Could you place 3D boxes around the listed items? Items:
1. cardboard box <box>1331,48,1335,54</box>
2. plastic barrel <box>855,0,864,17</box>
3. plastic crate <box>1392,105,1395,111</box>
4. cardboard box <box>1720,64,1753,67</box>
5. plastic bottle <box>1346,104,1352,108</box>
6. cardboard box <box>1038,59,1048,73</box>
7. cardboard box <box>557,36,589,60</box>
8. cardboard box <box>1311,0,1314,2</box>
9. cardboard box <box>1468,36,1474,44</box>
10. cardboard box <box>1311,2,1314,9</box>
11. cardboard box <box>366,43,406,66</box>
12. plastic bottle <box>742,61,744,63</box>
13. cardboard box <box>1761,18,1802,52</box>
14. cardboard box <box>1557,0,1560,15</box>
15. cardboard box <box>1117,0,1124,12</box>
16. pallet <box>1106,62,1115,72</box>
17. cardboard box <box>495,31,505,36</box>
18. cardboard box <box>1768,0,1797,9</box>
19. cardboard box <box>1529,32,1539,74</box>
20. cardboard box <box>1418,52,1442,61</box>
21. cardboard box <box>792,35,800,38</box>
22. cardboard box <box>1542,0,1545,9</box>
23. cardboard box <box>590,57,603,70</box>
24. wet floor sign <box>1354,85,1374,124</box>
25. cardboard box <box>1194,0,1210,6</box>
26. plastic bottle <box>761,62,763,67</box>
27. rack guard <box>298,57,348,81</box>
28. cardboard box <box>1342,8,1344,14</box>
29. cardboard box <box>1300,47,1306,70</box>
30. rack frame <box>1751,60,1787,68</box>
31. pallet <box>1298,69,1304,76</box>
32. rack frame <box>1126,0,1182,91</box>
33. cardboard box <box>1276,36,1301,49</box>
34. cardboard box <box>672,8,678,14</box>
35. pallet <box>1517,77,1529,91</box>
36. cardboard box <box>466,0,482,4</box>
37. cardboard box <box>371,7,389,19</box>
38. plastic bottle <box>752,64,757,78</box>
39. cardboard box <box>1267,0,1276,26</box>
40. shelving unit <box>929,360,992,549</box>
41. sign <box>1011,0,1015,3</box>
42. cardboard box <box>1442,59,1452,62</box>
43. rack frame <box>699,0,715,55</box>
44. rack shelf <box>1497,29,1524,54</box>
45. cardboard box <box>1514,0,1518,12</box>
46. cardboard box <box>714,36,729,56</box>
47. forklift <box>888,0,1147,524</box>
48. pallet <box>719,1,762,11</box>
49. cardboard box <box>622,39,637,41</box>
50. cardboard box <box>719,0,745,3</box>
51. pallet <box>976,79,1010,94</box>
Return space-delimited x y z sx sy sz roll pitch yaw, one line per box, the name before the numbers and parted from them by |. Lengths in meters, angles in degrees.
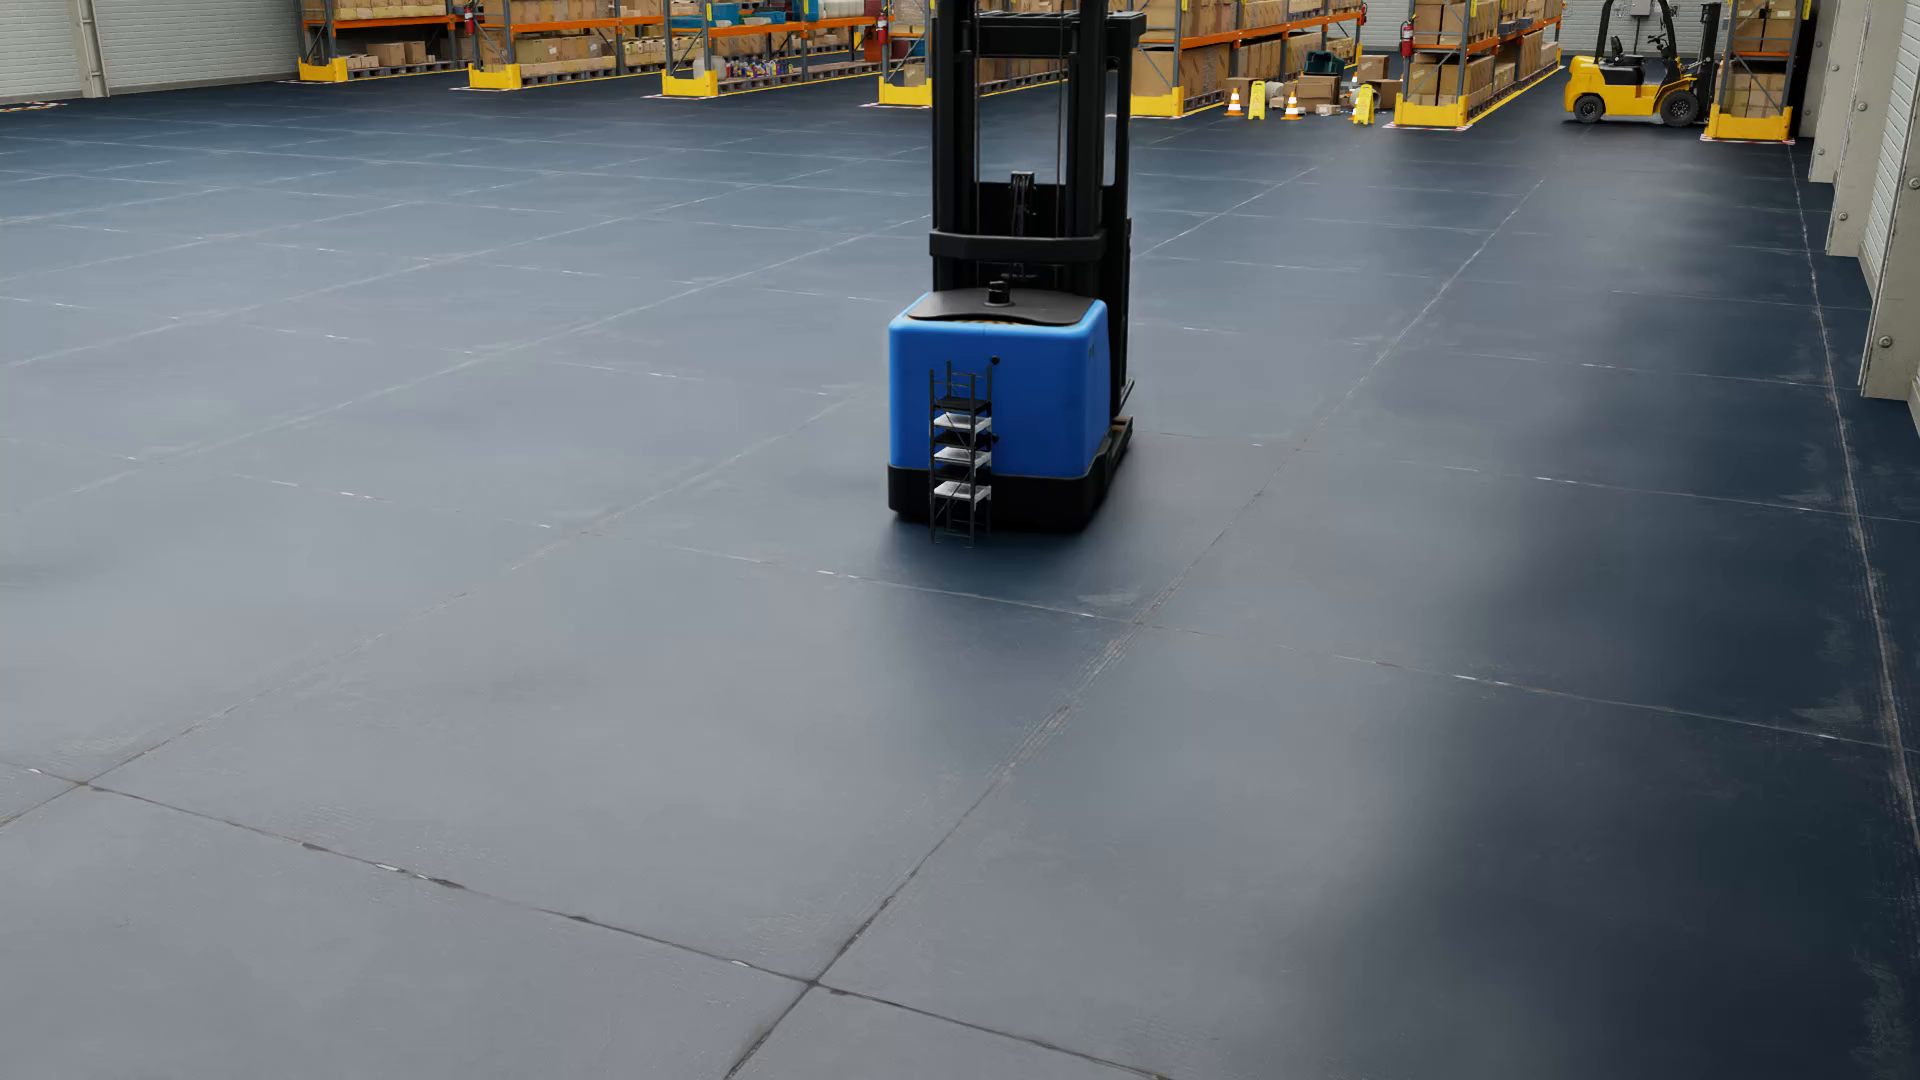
cardboard box | 9.152 -12.223 41.545 0.380 0.149 0.250 10 22 25
plastic barrel | -2.491 -12.706 39.553 0.421 0.512 0.421 0 20 0
plastic crate | 8.266 -7.992 30.822 0.402 0.080 0.583 1 20 4
cardboard box | 13.290 -8.015 28.514 0.500 0.250 0.500 9 22 25
plastic bottle | 7.417 -8.213 31.472 0.133 0.061 0.283 13 23 32
cardboard box | 1.556 -10.794 37.417 0.700 0.500 0.500 11 22 27
cardboard box | -8.828 -11.234 37.940 0.500 0.500 0.500 9 21 23
cardboard box | 8.074 -12.659 38.893 0.380 0.149 0.250 8 21 21
cardboard box | 8.620 -8.618 28.601 0.380 0.149 0.250 8 21 21
cardboard box | 8.081 -12.528 38.967 0.380 0.149 0.250 7 21 20
cardboard box | -13.634 -11.531 39.491 0.700 0.500 0.500 7 21 19
plastic bottle | -4.795 -10.410 36.660 0.061 0.283 0.133 10 22 25
cardboard box | 13.005 -7.993 26.318 0.500 0.500 0.500 9 22 24
cardboard box | 14.395 -13.115 40.722 0.500 0.500 0.500 8 21 22
cardboard box | 3.740 -13.257 41.119 0.500 0.500 0.500 9 22 24
pallet | 3.146 -11.606 40.788 1.003 0.211 1.213 9 21 23
cardboard box | -12.047 -13.189 43.032 0.500 0.250 0.500 8 21 22
cardboard box | 12.881 -8.399 26.047 0.380 0.149 0.250 8 21 22
cardboard box | 12.389 -10.900 37.185 0.875 0.875 0.875 9 22 24
cardboard box | 8.304 -8.552 29.429 0.380 0.149 0.250 9 21 24
cardboard box | -4.863 -14.284 47.512 0.500 0.311 0.500 9 21 23
cardboard box | 12.974 -12.177 37.711 0.500 0.250 0.500 9 21 23
cardboard box | -8.625 -11.034 38.496 0.500 0.250 0.500 9 21 23
wet floor sign | 6.965 -7.492 28.572 0.267 0.644 0.232 18 26 41
cardboard box | 4.143 -10.181 30.786 0.875 0.550 0.550 9 21 23
plastic bottle | -4.282 -10.273 36.277 0.061 0.283 0.133 9 21 23
rack guard | -14.548 -10.756 37.968 1.175 0.500 0.348 9 21 23
cardboard box | 9.436 -13.330 41.849 0.380 0.149 0.250 9 21 24
cardboard box | 7.668 -11.119 38.362 0.500 0.500 0.500 8 21 21
rack frame | 14.187 -9.055 29.454 1.000 3.000 0.127 9 21 23
pallet | 7.560 -10.903 38.810 1.003 0.211 1.213 9 21 23
rack frame | 3.461 -9.161 29.750 1.000 3.000 0.127 9 21 23
cardboard box | 7.448 -11.312 37.785 0.500 0.250 0.500 8 21 22
cardboard box | -7.253 -13.162 41.377 0.380 0.149 0.250 10 22 27
pallet | 11.686 -9.875 35.920 1.003 0.211 1.213 9 21 23
cardboard box | -12.466 -13.709 41.734 0.700 0.500 0.500 11 22 28
cardboard box | -13.676 -12.271 38.690 0.500 0.250 0.500 8 21 22
plastic bottle | -4.405 -10.057 35.669 0.061 0.283 0.133 9 21 24
cardboard box | 6.388 -11.174 35.262 0.500 0.500 0.500 8 21 22
shelving unit | 0.003 -0.426 8.325 0.258 0.900 0.210 9 21 23
sign | 1.114 -11.431 34.841 0.100 0.325 0.005 9 21 23
cardboard box | 8.533 -8.362 29.862 0.500 0.500 0.500 8 21 21
rack frame | -6.782 -13.678 42.453 1.000 3.000 0.127 9 21 23
rack shelf | 10.476 -10.007 33.205 1.077 0.370 4.000 9 21 23
cardboard box | 10.730 -10.685 32.817 0.500 0.500 0.500 8 21 20
cardboard box | -6.335 -12.807 43.079 0.500 0.500 0.500 10 22 25
forklift | 0.439 -1.922 9.499 1.130 2.935 3.031 4 20 12
pallet | -5.990 -14.183 44.158 1.003 0.211 1.213 9 21 23
cardboard box | -8.102 -12.097 40.647 0.500 0.311 0.500 8 21 23
cardboard box | -6.079 -14.384 43.663 0.700 0.500 0.500 13 23 33
pallet | 0.373 -9.571 35.066 1.003 0.211 1.213 9 21 23
